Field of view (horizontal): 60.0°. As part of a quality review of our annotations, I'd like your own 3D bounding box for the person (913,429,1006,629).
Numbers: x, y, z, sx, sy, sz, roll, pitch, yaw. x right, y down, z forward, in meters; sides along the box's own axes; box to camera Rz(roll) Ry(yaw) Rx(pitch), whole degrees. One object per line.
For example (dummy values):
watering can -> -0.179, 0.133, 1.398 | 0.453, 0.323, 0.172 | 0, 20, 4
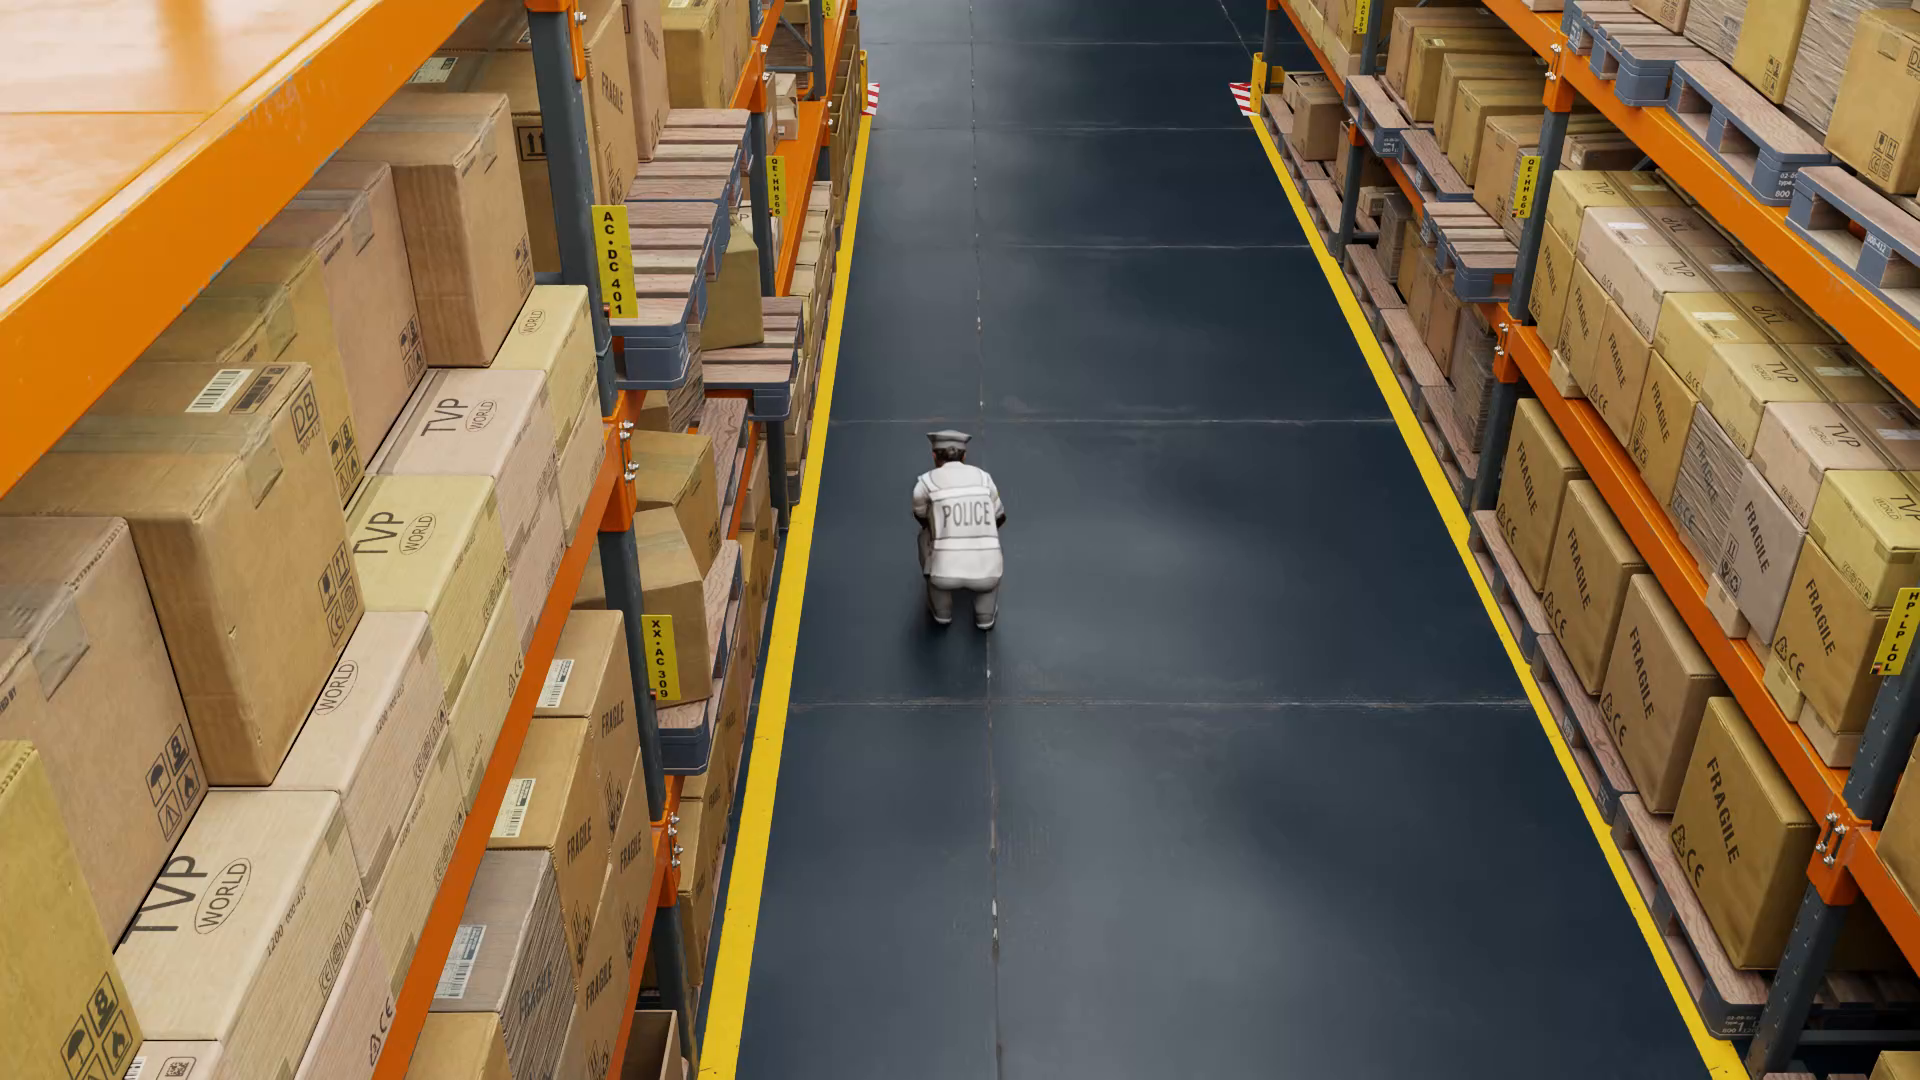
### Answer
person -> 0.004, -0.066, 8.728 | 0.499, 0.957, 0.833 | -1, 32, -1
